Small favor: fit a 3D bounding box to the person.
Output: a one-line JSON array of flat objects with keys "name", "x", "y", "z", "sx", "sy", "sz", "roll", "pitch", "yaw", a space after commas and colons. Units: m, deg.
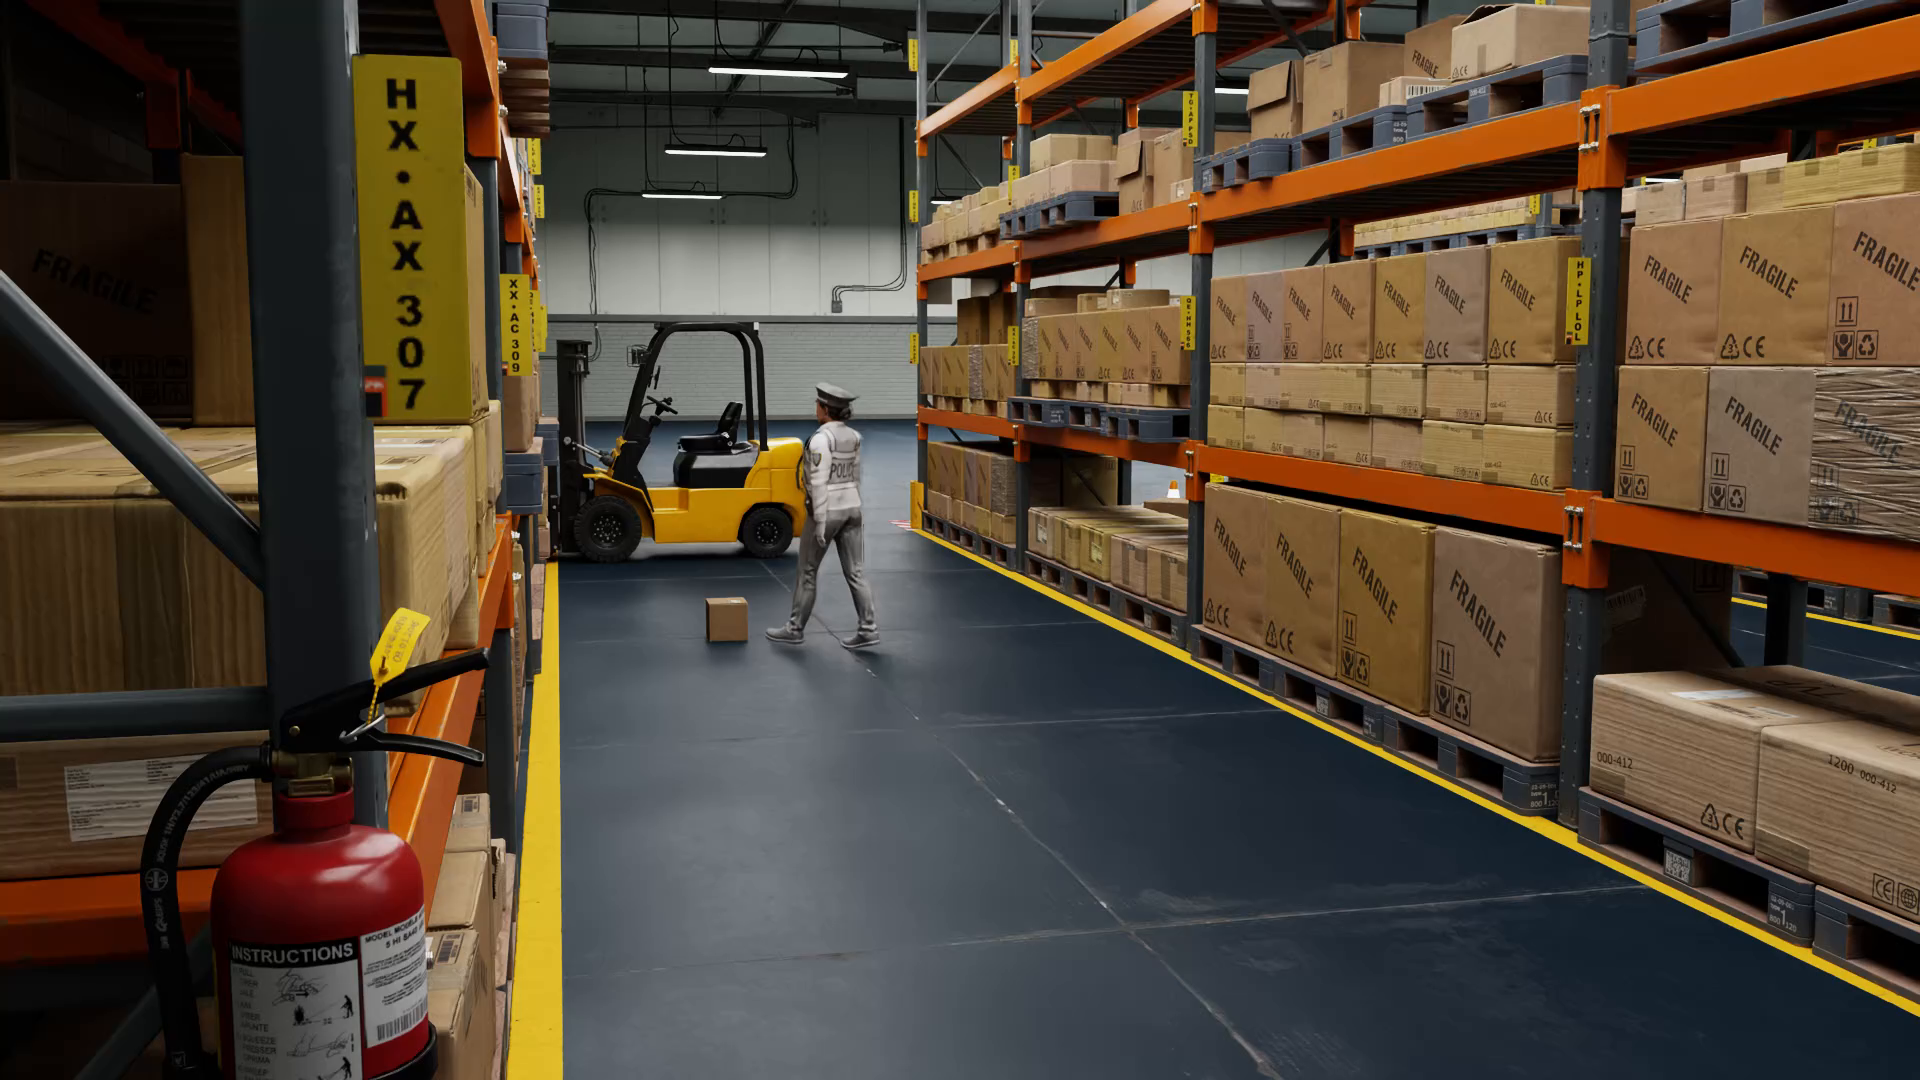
[{"name": "person", "x": -0.847, "y": -0.160, "z": 10.468, "sx": 0.800, "sy": 1.666, "sz": 0.490, "roll": 5, "pitch": 8, "yaw": 38}]
